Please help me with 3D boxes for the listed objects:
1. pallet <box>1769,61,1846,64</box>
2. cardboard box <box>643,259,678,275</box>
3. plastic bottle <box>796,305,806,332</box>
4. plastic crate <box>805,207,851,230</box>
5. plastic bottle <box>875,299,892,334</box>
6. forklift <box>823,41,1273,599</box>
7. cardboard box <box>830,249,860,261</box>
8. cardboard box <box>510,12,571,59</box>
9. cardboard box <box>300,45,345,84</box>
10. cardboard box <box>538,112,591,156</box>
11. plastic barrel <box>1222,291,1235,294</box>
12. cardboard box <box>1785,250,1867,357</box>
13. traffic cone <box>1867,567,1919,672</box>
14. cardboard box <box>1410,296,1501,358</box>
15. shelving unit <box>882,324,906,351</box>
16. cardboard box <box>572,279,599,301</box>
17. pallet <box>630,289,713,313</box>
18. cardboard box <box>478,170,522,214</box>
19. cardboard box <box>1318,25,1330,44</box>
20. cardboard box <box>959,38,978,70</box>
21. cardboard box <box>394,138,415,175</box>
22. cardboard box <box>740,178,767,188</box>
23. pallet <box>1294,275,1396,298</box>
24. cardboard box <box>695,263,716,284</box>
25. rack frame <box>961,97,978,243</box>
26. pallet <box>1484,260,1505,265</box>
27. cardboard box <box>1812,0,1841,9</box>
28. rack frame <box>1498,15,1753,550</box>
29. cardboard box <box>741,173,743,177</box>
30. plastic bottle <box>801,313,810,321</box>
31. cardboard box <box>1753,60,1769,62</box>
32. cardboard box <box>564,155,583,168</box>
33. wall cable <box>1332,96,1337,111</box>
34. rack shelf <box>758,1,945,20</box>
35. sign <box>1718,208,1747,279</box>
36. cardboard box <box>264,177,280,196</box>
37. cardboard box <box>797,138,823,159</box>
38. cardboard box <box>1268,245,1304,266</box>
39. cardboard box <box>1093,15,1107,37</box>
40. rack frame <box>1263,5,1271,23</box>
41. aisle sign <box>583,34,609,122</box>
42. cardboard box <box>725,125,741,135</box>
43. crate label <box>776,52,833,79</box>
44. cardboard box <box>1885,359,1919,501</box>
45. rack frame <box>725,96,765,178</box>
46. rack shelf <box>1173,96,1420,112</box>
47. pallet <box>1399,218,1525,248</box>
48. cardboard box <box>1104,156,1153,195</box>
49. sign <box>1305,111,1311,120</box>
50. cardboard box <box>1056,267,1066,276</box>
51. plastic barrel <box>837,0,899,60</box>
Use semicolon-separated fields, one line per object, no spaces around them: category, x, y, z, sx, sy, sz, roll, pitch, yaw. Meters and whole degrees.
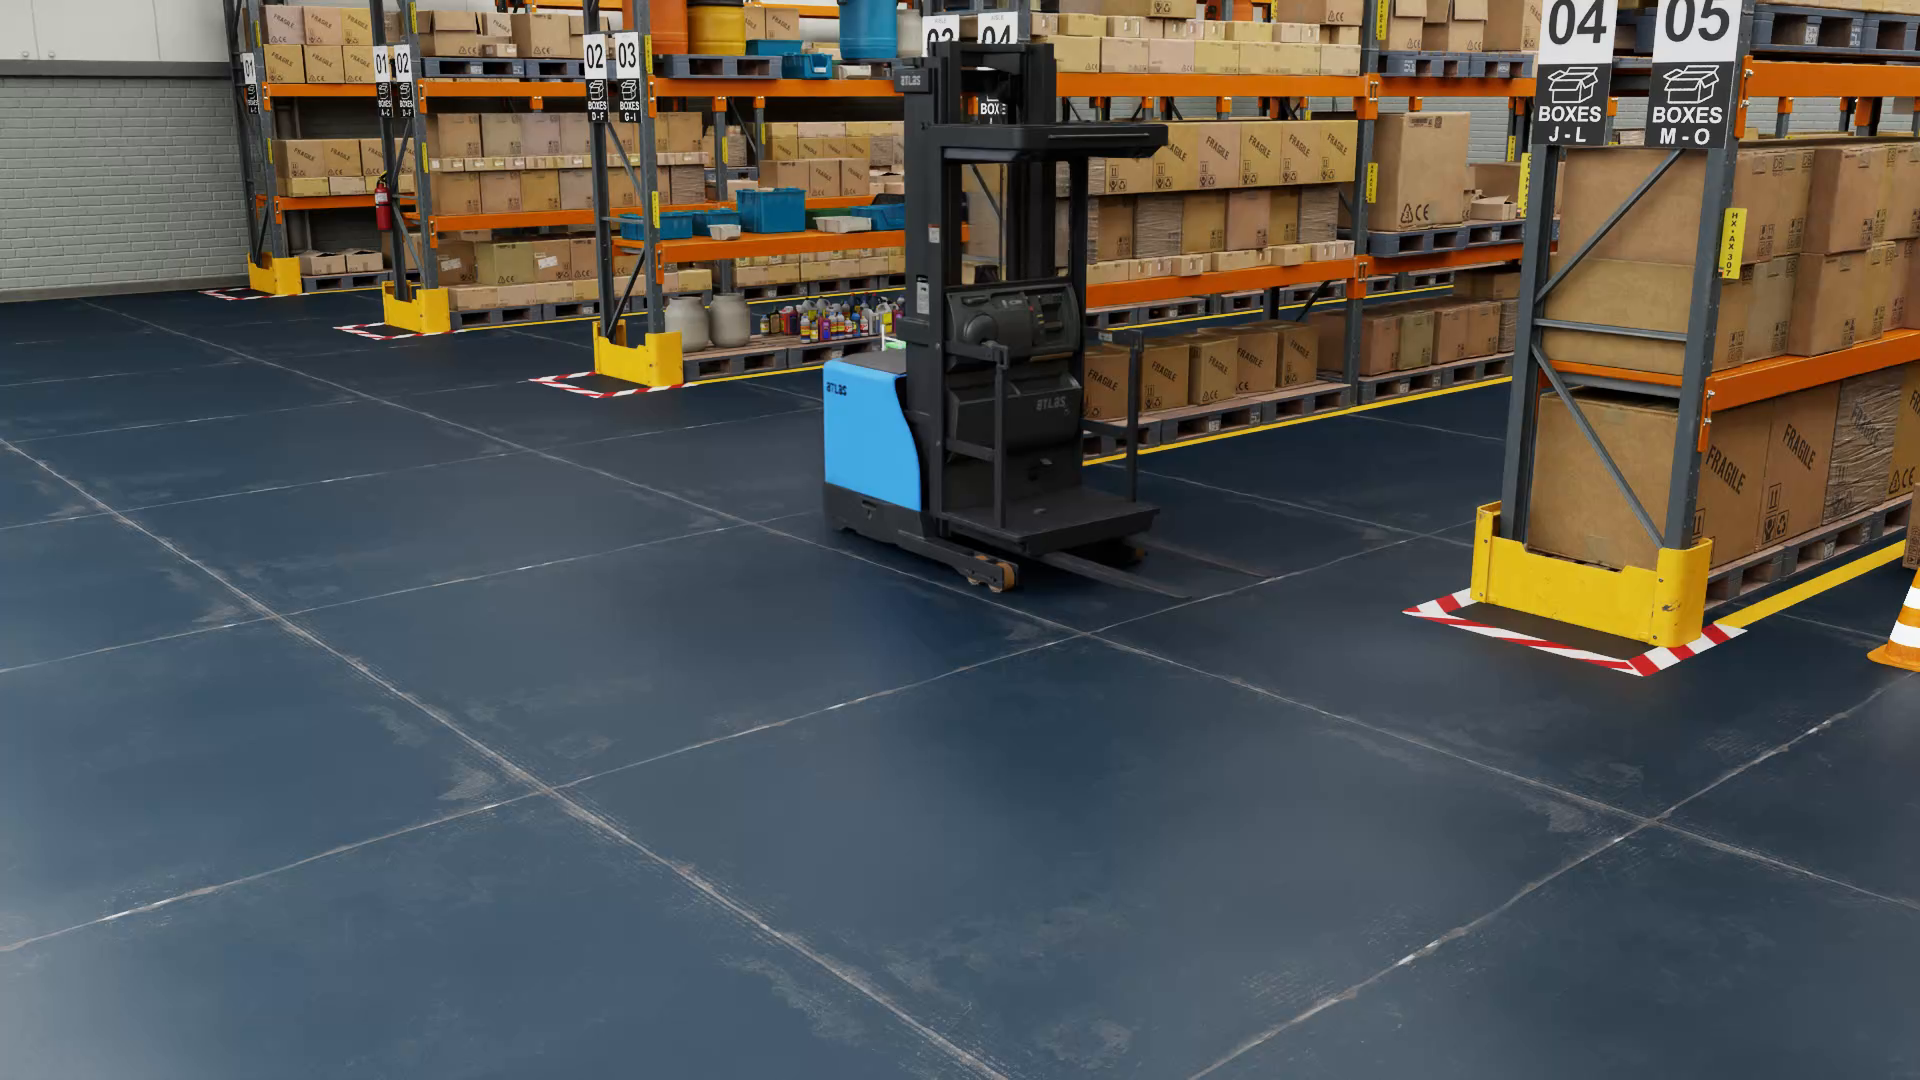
pallet;9.783;-5.612;19.806;1.213;0.211;1.003;-13;19;-39
cardboard box;-3.967;-3.676;21.261;0.500;0.500;0.500;-13;19;-39
plastic bottle;-1.734;-2.354;17.676;0.135;0.276;0.152;-13;20;-41
plastic crate;-1.336;-3.400;17.579;0.662;0.188;0.450;-13;19;-39
plastic bottle;-0.812;-2.358;17.546;0.185;0.351;0.144;-13;20;-40
forklift;0.443;-1.271;9.327;1.130;2.935;3.031;-11;19;-37
cardboard box;-1.742;-4.070;23.104;0.500;0.311;0.500;-12;19;-38
cardboard box;-4.961;-5.961;19.664;0.500;0.500;0.500;-13;19;-39
cardboard box;-8.803;-6.528;22.832;0.500;0.500;0.500;-11;19;-36
cardboard box;-4.842;-4.986;20.398;0.500;0.500;0.700;-13;19;-39
plastic barrel;3.248;-3.596;21.292;0.708;0.830;0.600;-13;19;-39
cardboard box;4.442;-1.365;9.258;0.550;0.550;0.875;-13;19;-39
traffic cone;4.619;0.359;8.010;0.334;0.463;0.336;-13;19;-39
cardboard box;4.816;-2.085;16.234;0.500;0.500;0.700;-11;18;-35
shelving unit;-0.236;-0.839;11.064;0.503;1.200;0.258;-10;18;-32
cardboard box;-4.710;-3.141;20.711;0.500;0.250;0.500;-13;19;-39
pallet;-4.003;-3.169;21.705;1.213;0.211;1.003;-13;19;-39
cardboard box;-5.640;-4.180;19.892;0.500;0.500;0.700;-12;19;-38
cardboard box;2.807;-4.144;13.658;0.250;0.149;0.380;-12;19;-39
cardboard box;0.304;-3.544;12.183;0.500;0.250;0.500;-12;19;-38
cardboard box;-7.936;-5.509;23.859;0.500;0.500;0.500;-12;19;-38
cardboard box;-2.833;-4.763;22.528;0.258;0.266;0.396;-13;20;-41
pallet;5.299;-3.563;23.181;1.213;0.211;1.003;-13;19;-39
cardboard box;-3.253;-3.644;22.594;0.500;0.250;0.500;-13;20;-40
rack frame;-0.127;-3.678;18.206;0.127;3.000;1.000;-13;19;-39
pallet;8.278;-4.231;25.682;1.213;0.211;1.003;-13;19;-39
cardboard box;4.137;-2.714;8.263;0.250;0.149;0.380;-13;19;-39
rack frame;3.286;-1.053;8.381;0.127;3.000;1.000;-13;19;-39
cardboard box;-3.535;-6.277;28.387;0.250;0.149;0.380;-12;19;-38
plastic bottle;-1.638;-2.297;17.607;0.097;0.201;0.097;0;15;0
cardboard box;8.728;-5.669;18.841;0.500;0.500;0.700;-12;19;-38
cardboard box;-4.796;-4.612;20.252;0.250;0.149;0.380;-12;19;-39
wall cable;6.924;-9.926;35.990;0.112;2.526;3.097;-13;19;-39
rack shelf;-2.104;-8.981;28.602;4.000;0.370;1.077;-13;19;-39
sign;3.646;-1.401;7.850;0.005;0.325;0.100;-13;19;-39
cardboard box;-9.423;-4.983;23.345;0.500;0.250;0.500;-12;19;-39
cardboard box;-2.677;-6.605;28.357;0.500;0.500;0.500;-12;19;-38
cardboard box;2.617;-2.363;13.772;0.250;0.149;0.380;-13;19;-39
cardboard box;0.835;-3.699;11.990;0.250;0.149;0.380;-13;20;-40
rack frame;5.677;-9.574;28.655;0.127;3.000;1.000;-13;19;-39
aisle sign;-3.394;-4.302;15.505;0.004;0.787;0.394;-13;19;-39
cardboard box;-3.853;-6.794;27.570;0.380;0.149;0.250;13;20;40
crate label;-1.516;-4.630;16.248;0.408;0.251;0.502;-13;19;-39
cardboard box;5.784;-0.814;10.790;0.875;0.875;0.875;-12;19;-39
rack frame;-3.613;-6.284;27.964;0.127;3.000;1.000;-13;19;-39
rack shelf;4.399;-5.796;21.717;4.000;0.370;1.077;-13;19;-39
pallet;4.675;-2.955;15.873;1.213;0.211;1.003;-13;19;-39
cardboard box;1.082;-2.835;12.342;0.500;0.500;0.500;-13;19;-39
sign;6.026;-7.276;28.822;0.005;0.325;0.100;-13;19;-39
cardboard box;0.679;-1.955;12.244;0.250;0.149;0.380;-13;19;-39
plastic barrel;-0.948;-5.424;17.147;0.708;0.901;0.600;-13;19;-39
